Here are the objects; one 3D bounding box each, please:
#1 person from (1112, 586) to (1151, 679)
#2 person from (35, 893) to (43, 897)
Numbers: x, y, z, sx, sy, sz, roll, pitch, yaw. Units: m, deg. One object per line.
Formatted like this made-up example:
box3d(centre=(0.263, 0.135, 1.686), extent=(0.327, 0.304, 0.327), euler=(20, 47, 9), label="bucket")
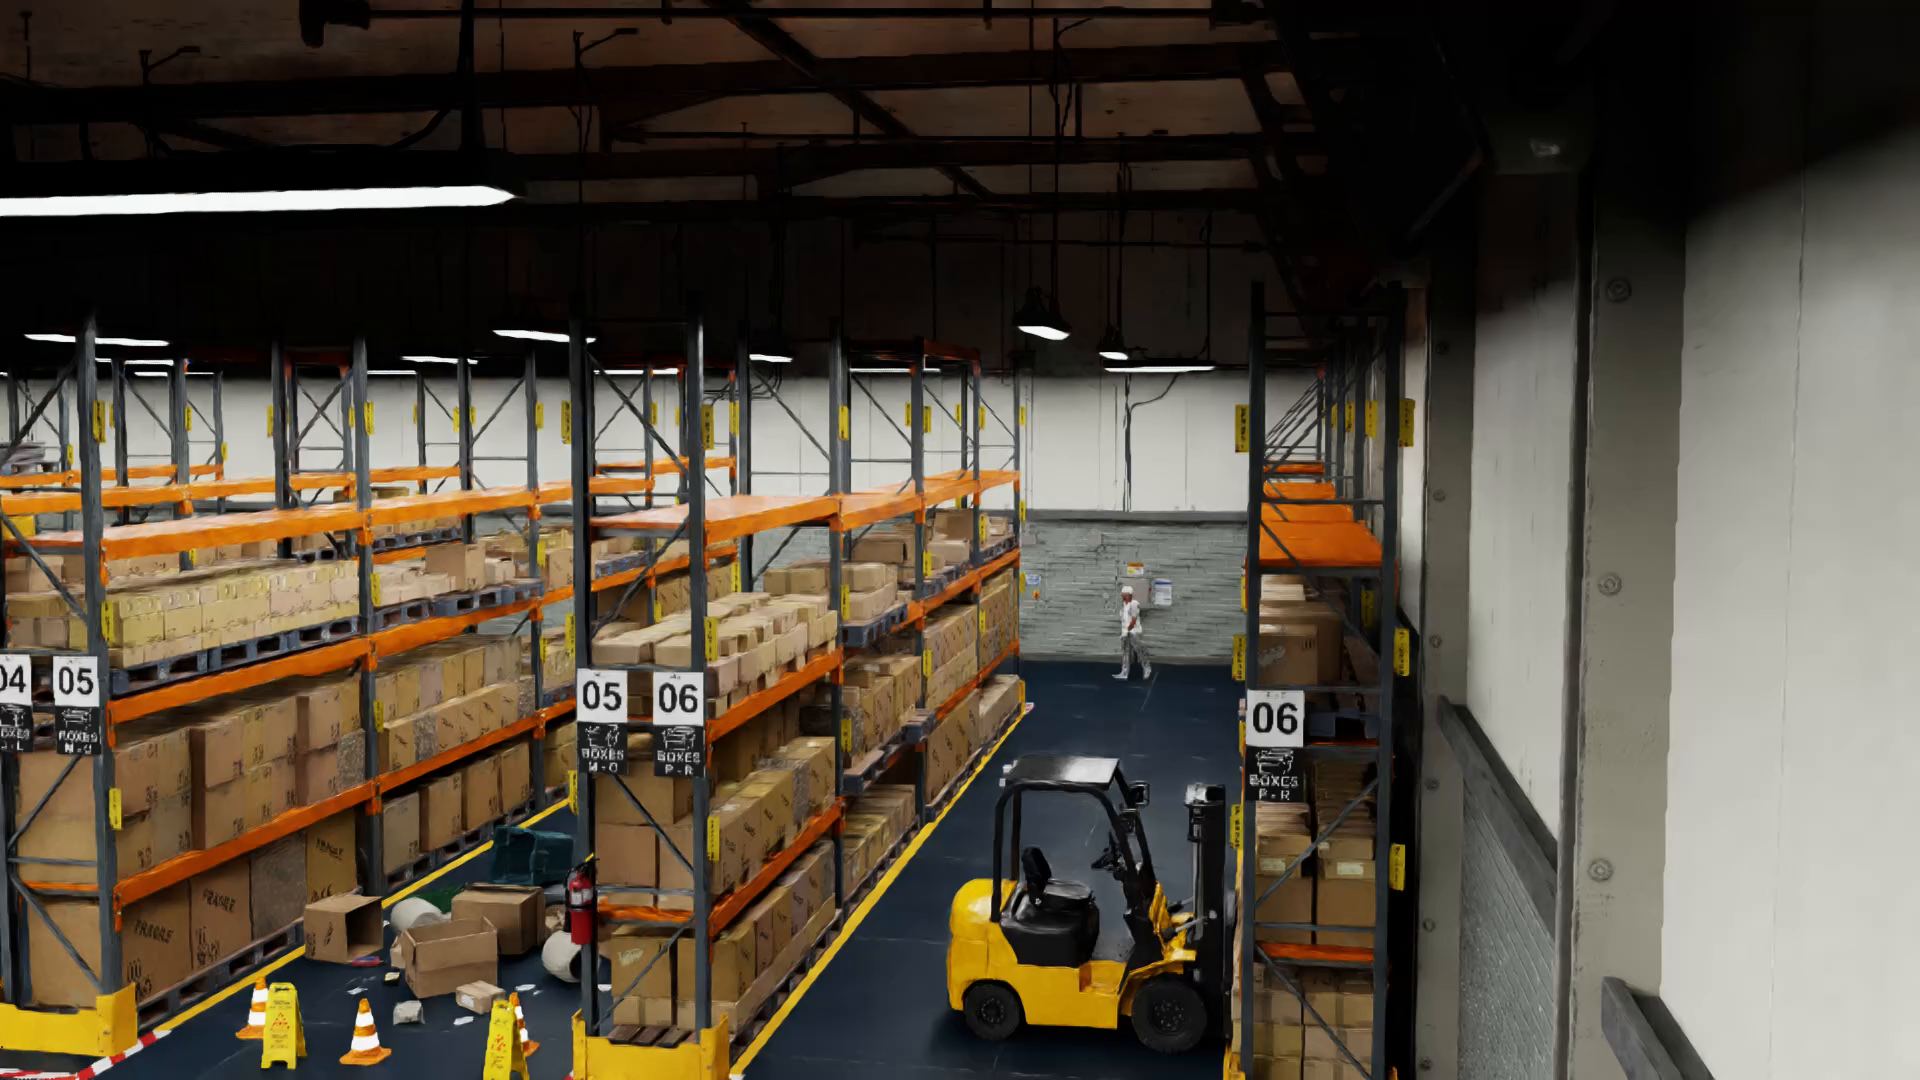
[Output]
box3d(centre=(3.262, 1.750, 31.516), extent=(0.716, 1.781, 0.569), euler=(-2, 5, -19), label="person")
box3d(centre=(-9.033, 2.953, 16.638), extent=(0.450, 1.727, 0.584), euler=(-2, 5, -19), label="person")
